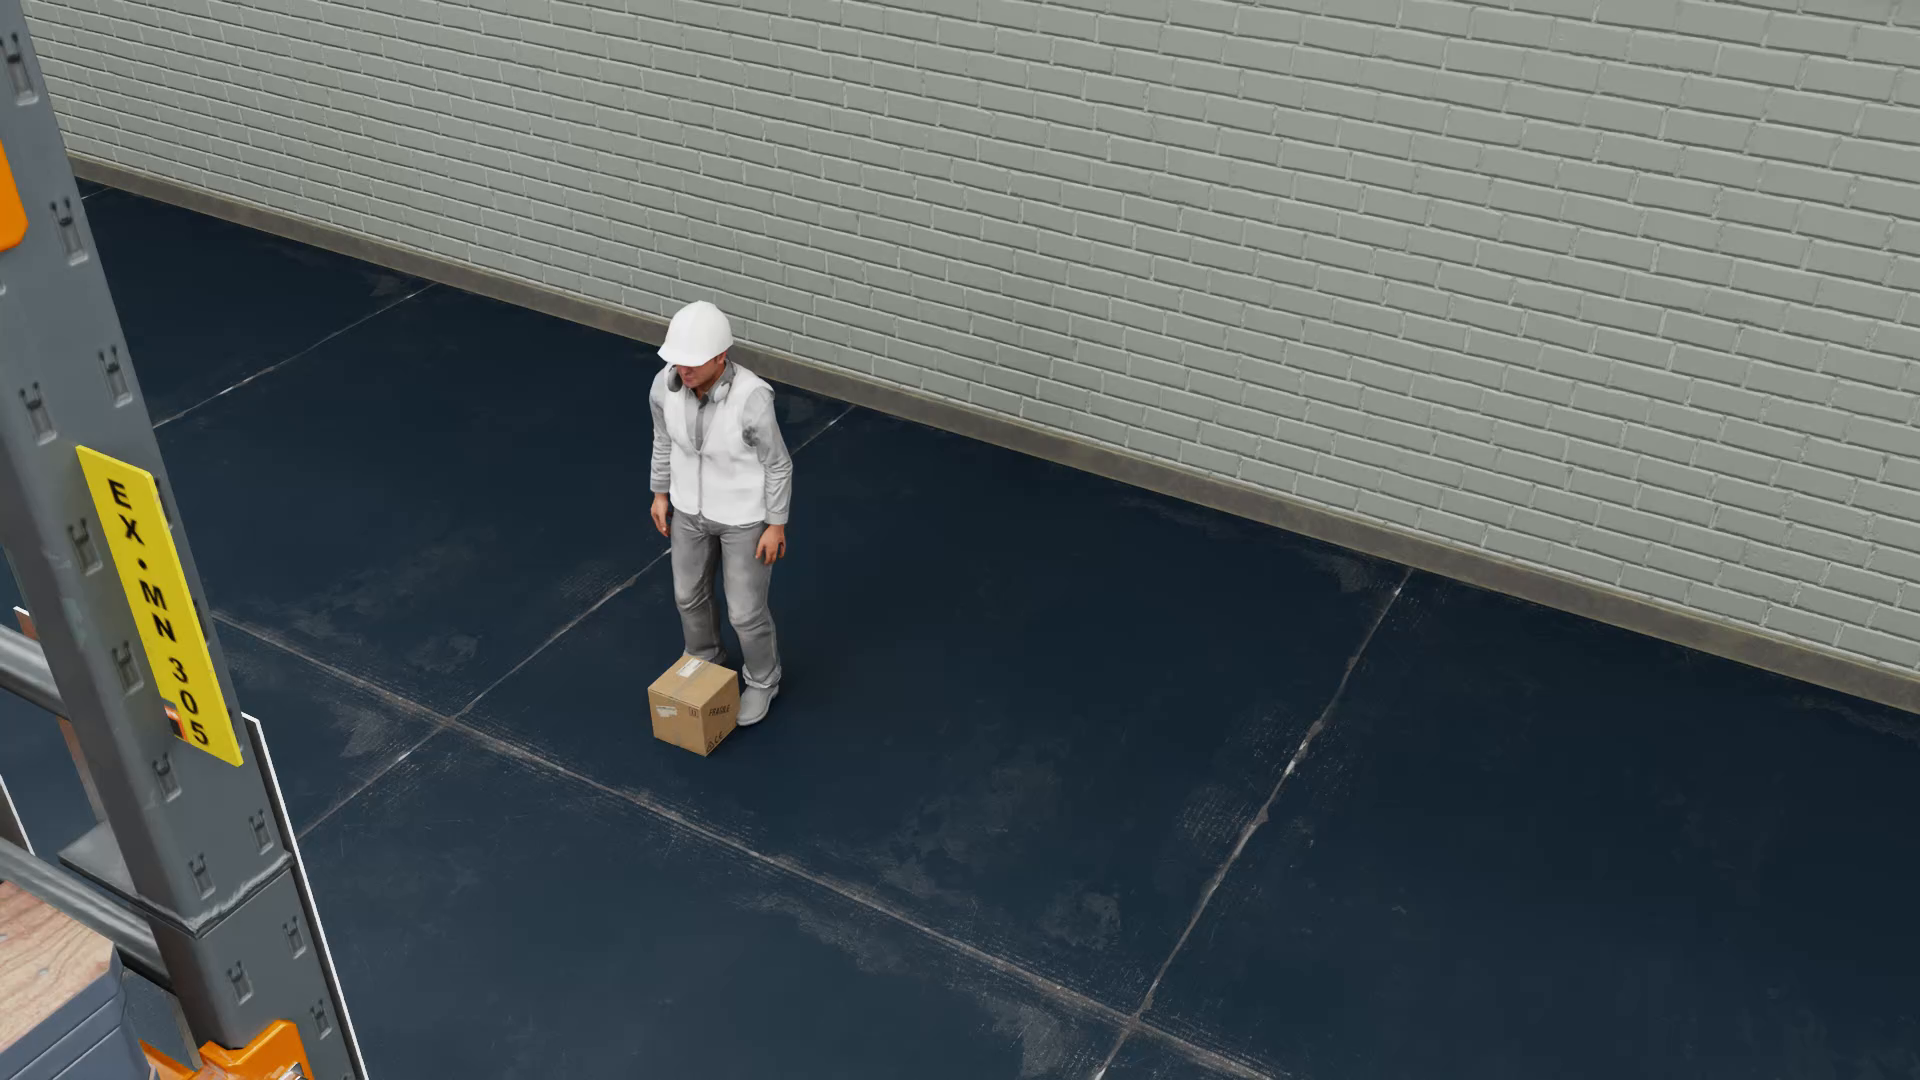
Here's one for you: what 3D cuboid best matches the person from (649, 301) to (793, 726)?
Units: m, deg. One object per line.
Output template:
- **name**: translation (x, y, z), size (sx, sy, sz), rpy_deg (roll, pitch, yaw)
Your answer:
- **person**: translation (-0.907, -0.112, 6.285), size (0.593, 1.771, 0.464), rpy_deg (15, 37, 22)
